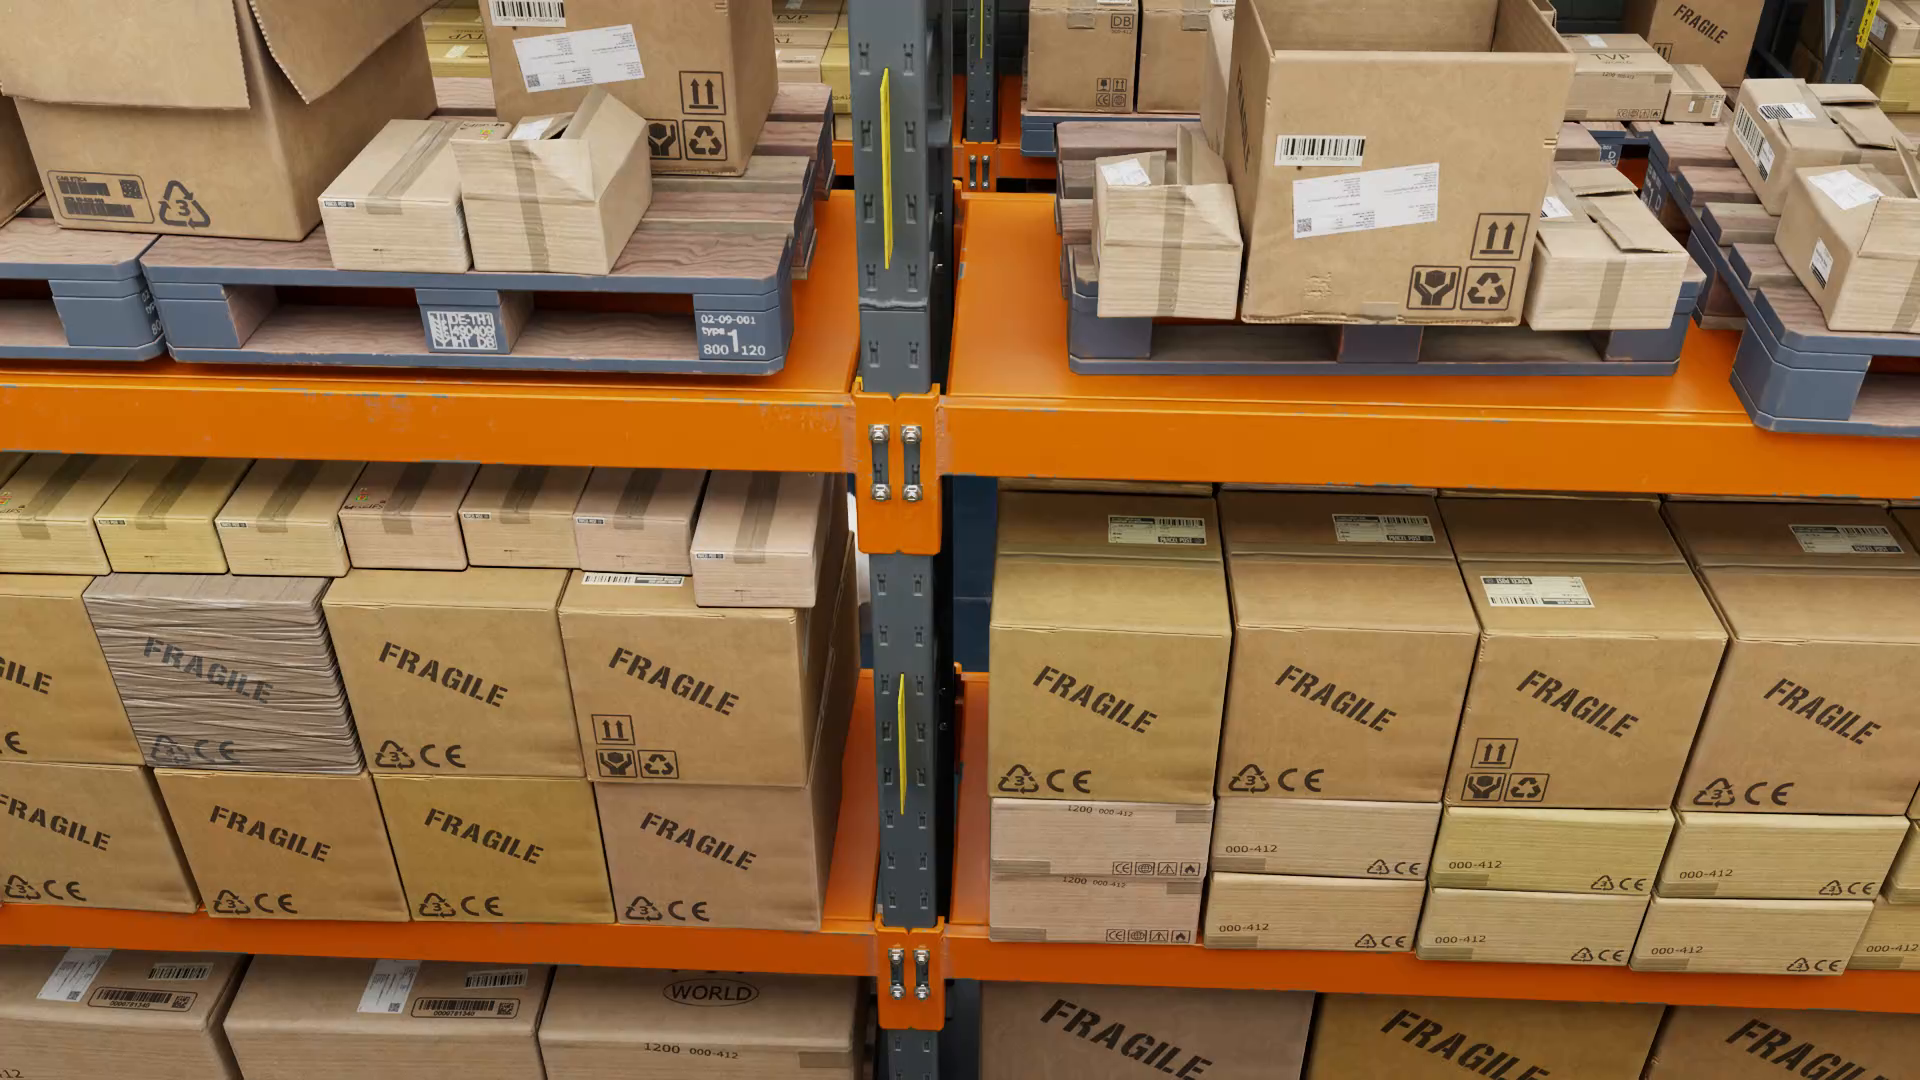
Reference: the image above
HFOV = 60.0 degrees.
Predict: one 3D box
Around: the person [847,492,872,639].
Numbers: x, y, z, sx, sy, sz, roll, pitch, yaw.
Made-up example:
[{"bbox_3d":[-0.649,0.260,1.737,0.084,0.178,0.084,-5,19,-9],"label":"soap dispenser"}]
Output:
[{"bbox_3d":[-0.664,0.227,6.064,0.871,1.476,0.470,0,35,0],"label":"person"}]
